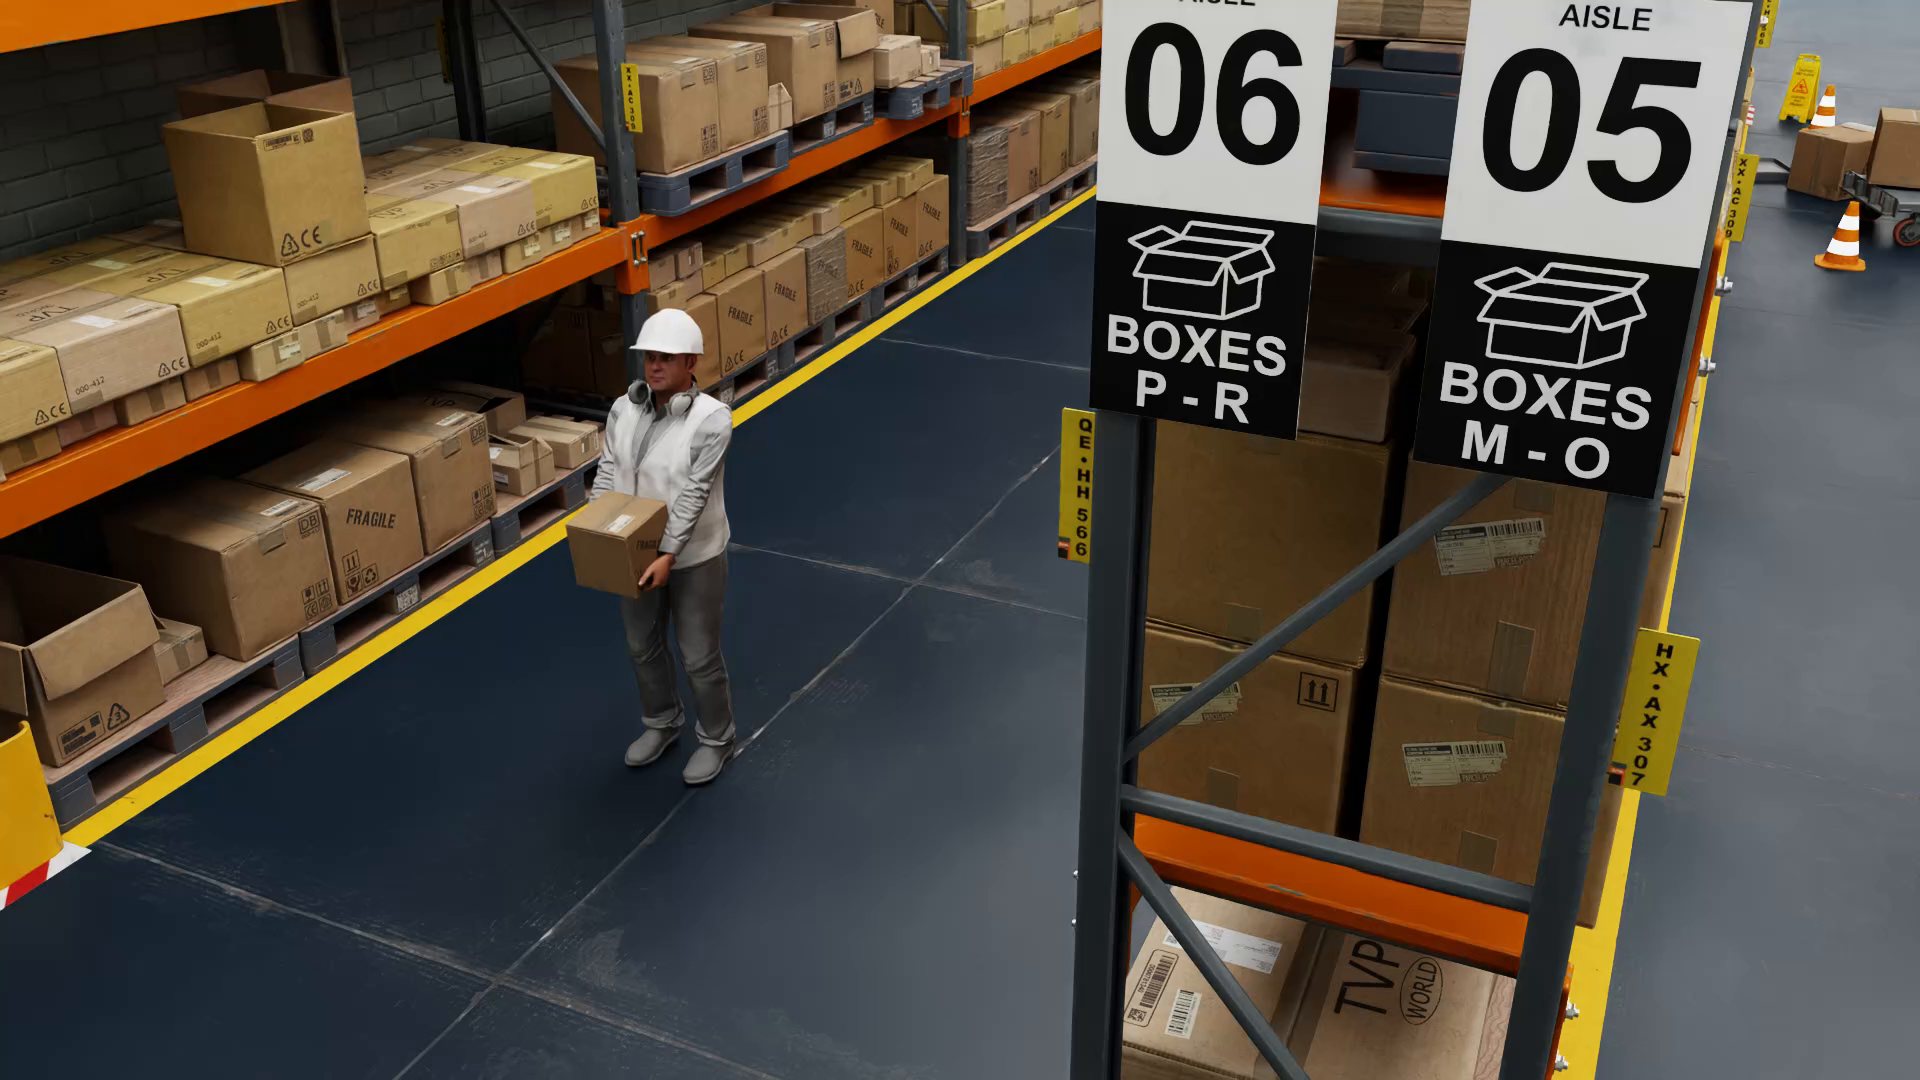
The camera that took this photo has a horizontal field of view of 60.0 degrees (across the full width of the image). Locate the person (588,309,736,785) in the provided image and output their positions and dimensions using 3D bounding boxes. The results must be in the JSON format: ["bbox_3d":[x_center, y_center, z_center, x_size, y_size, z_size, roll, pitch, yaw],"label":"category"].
[{"bbox_3d":[-1.075,0.069,5.951,0.492,1.762,0.564,12,28,22],"label":"person"}]
